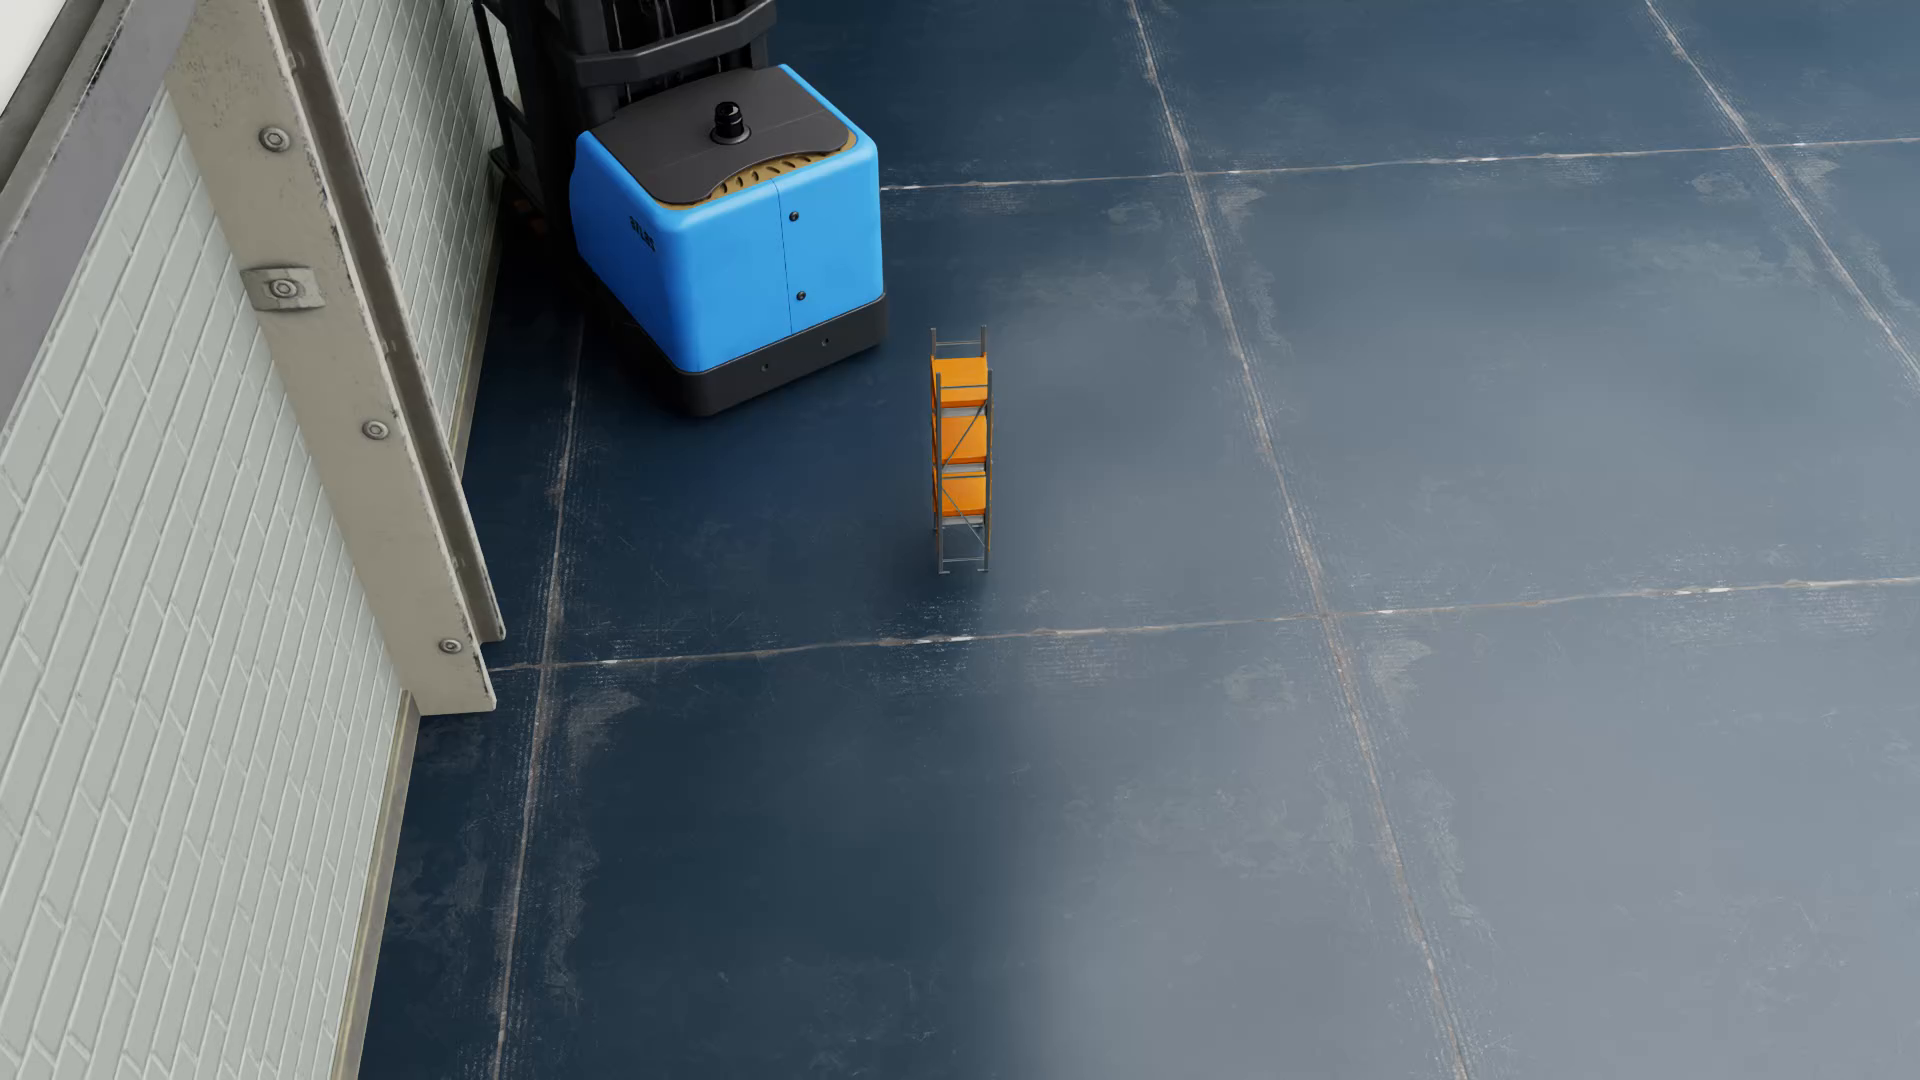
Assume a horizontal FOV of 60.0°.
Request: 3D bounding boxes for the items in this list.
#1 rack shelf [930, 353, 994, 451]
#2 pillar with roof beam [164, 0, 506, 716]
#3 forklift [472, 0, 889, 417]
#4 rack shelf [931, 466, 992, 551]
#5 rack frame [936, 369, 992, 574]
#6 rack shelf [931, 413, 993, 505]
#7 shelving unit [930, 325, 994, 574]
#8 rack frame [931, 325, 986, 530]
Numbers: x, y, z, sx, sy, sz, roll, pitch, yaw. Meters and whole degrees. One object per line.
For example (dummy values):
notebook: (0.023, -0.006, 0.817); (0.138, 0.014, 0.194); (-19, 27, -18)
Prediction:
rack shelf: (0.005, -0.510, 6.134); (0.215, 0.259, 0.240); (-3, 47, -3)
pillar with roof beam: (2.399, -2.859, 3.260); (9.100, 9.000, 0.400); (-3, 47, -3)
forklift: (-1.566, -2.580, 7.175); (1.130, 2.935, 3.031); (-26, 52, -23)
rack shelf: (0.004, -0.124, 6.542); (0.215, 0.259, 0.240); (-3, 47, -3)
rack frame: (0.015, -0.234, 6.249); (0.200, 1.050, 0.008); (-3, 47, -3)
rack shelf: (0.005, -0.315, 6.340); (0.215, 0.259, 0.240); (-3, 47, -3)
shelving unit: (0.005, -0.322, 6.332); (0.215, 1.050, 0.252); (-3, 47, -3)
rack frame: (-0.006, -0.411, 6.416); (0.200, 1.050, 0.008); (-3, 47, -3)
